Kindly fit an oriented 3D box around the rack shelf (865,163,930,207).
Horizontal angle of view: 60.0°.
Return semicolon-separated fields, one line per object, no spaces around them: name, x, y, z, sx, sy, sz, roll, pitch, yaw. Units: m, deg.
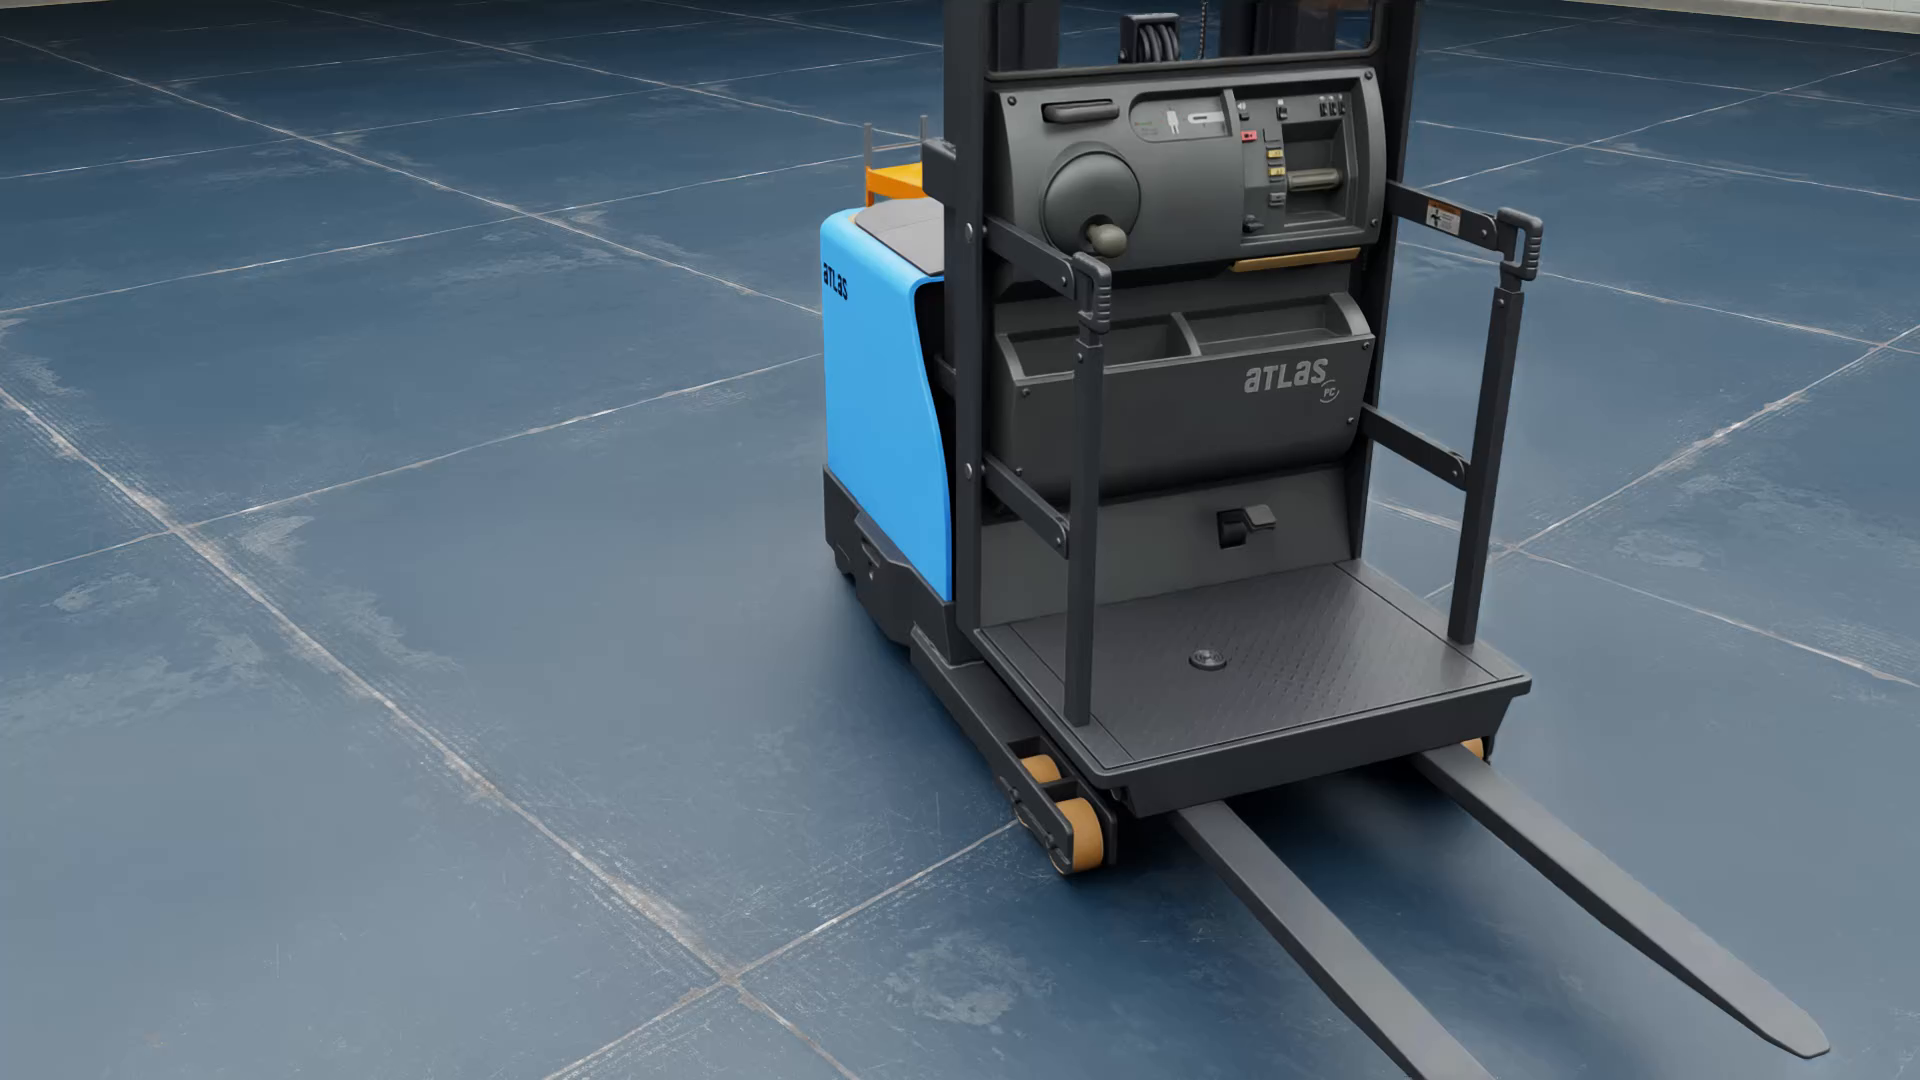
rack shelf;-0.058;-1.066;5.194;0.258;0.148;0.480;-17;30;-33

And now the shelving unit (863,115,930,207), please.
shelving unit;-0.058;-0.709;5.357;0.258;1.200;0.503;-17;30;-33

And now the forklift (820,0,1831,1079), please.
forklift;0.607;-0.799;3.470;1.130;2.935;3.031;-9;26;-20

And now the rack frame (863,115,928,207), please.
rack frame;-0.203;-0.790;5.536;0.240;1.200;0.015;-17;30;-33
